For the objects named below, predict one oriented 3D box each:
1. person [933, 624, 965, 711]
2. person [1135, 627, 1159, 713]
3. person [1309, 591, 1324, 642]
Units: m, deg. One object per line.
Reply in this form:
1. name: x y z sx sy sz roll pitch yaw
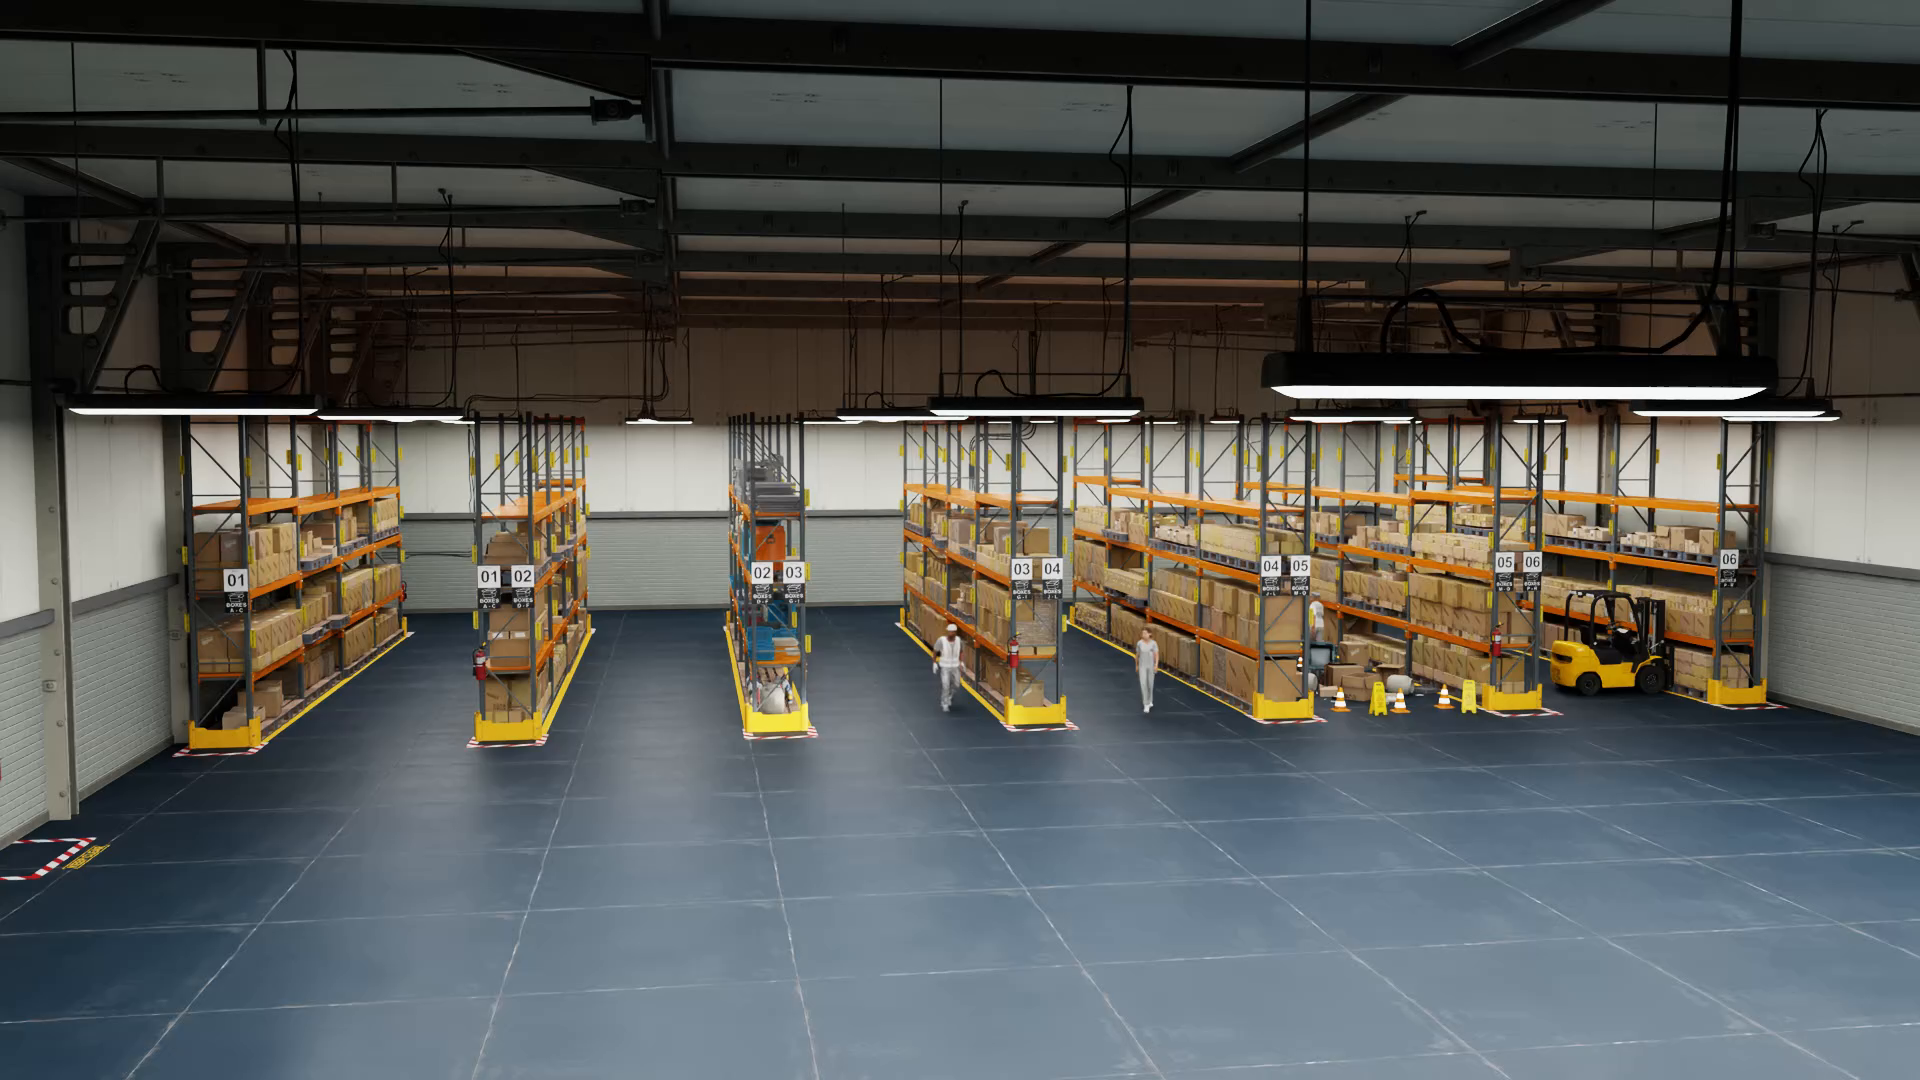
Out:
1. person: -0.264 2.558 33.709 0.613 1.765 0.676 -2 4 -26
2. person: 3.795 2.605 33.674 0.466 1.673 0.801 0 4 2
3. person: 8.571 2.143 40.067 0.536 1.809 0.688 -2 4 -23
